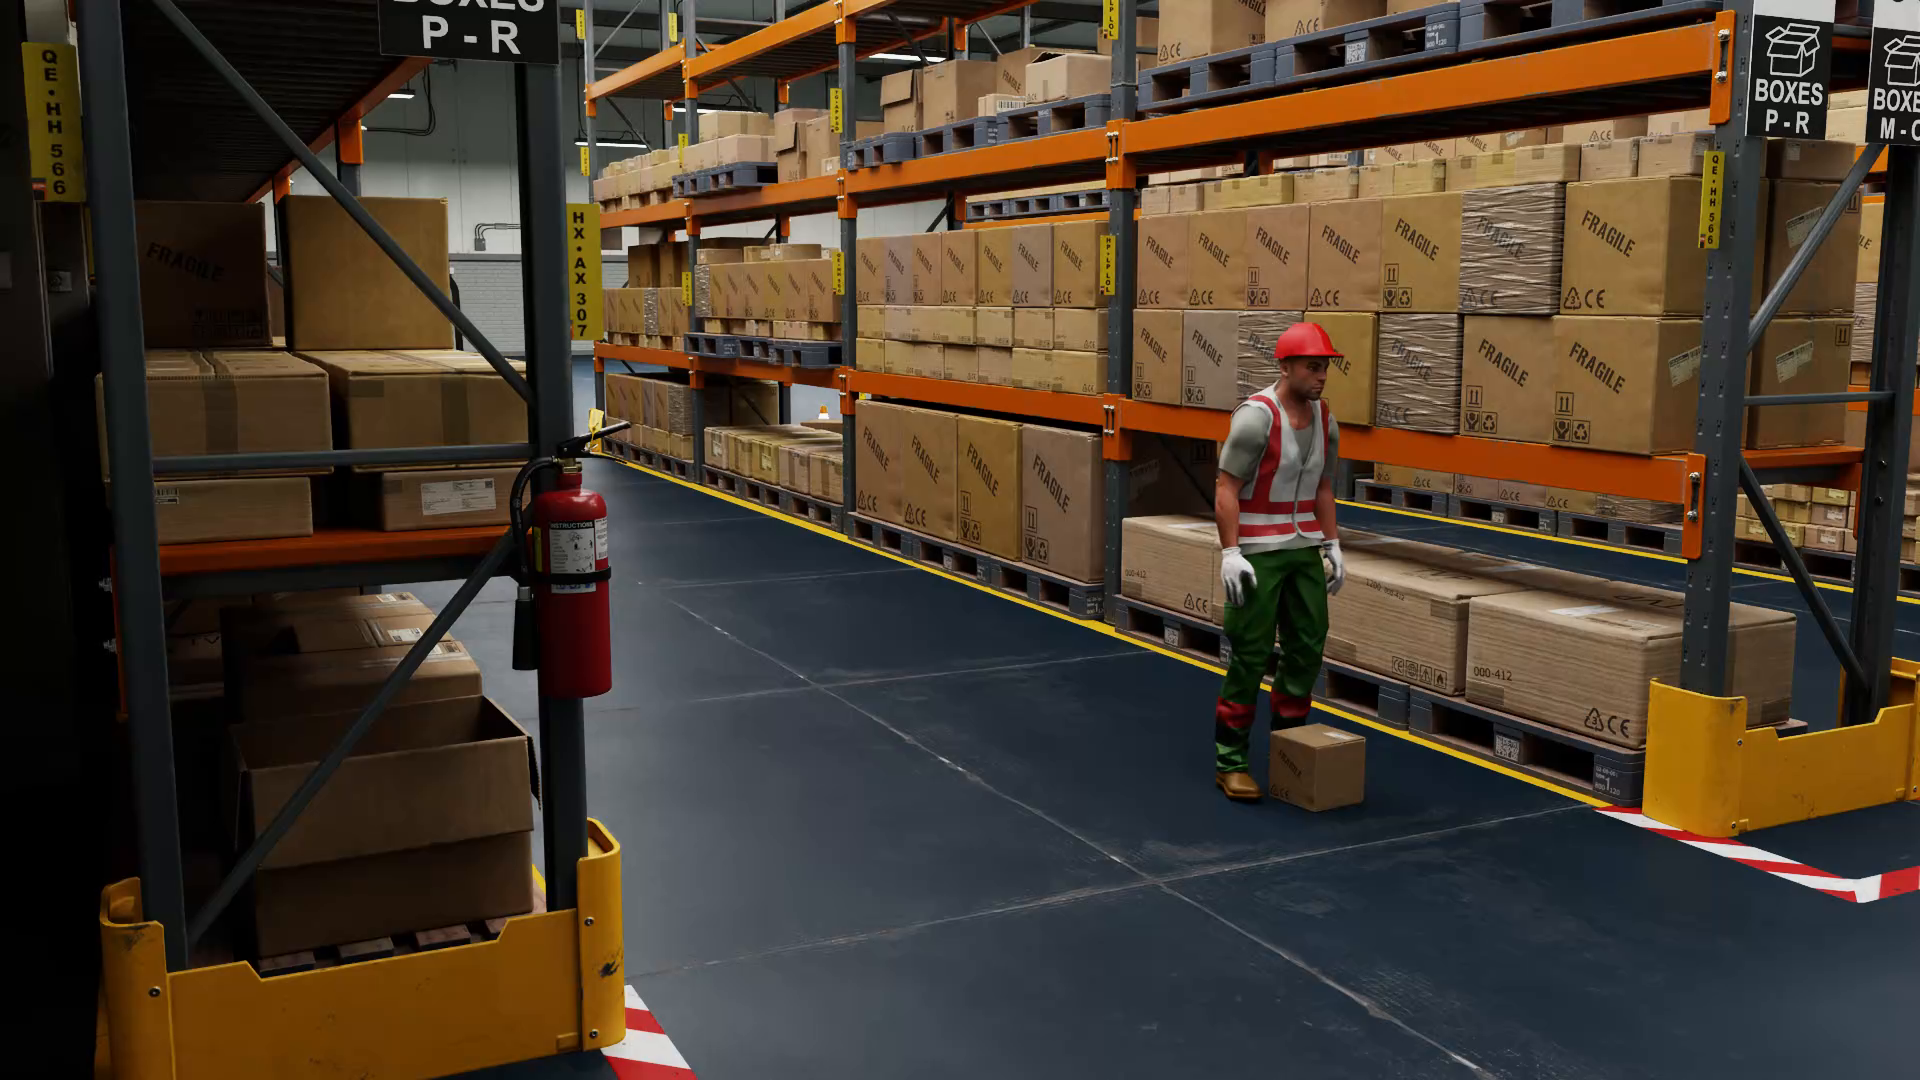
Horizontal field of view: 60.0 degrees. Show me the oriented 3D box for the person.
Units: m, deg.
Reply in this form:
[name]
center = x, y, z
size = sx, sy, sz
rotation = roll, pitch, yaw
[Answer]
[person]
center = 1.227, 0.069, 6.321
size = 0.619, 1.779, 0.450
rotation = -5, 10, -31
